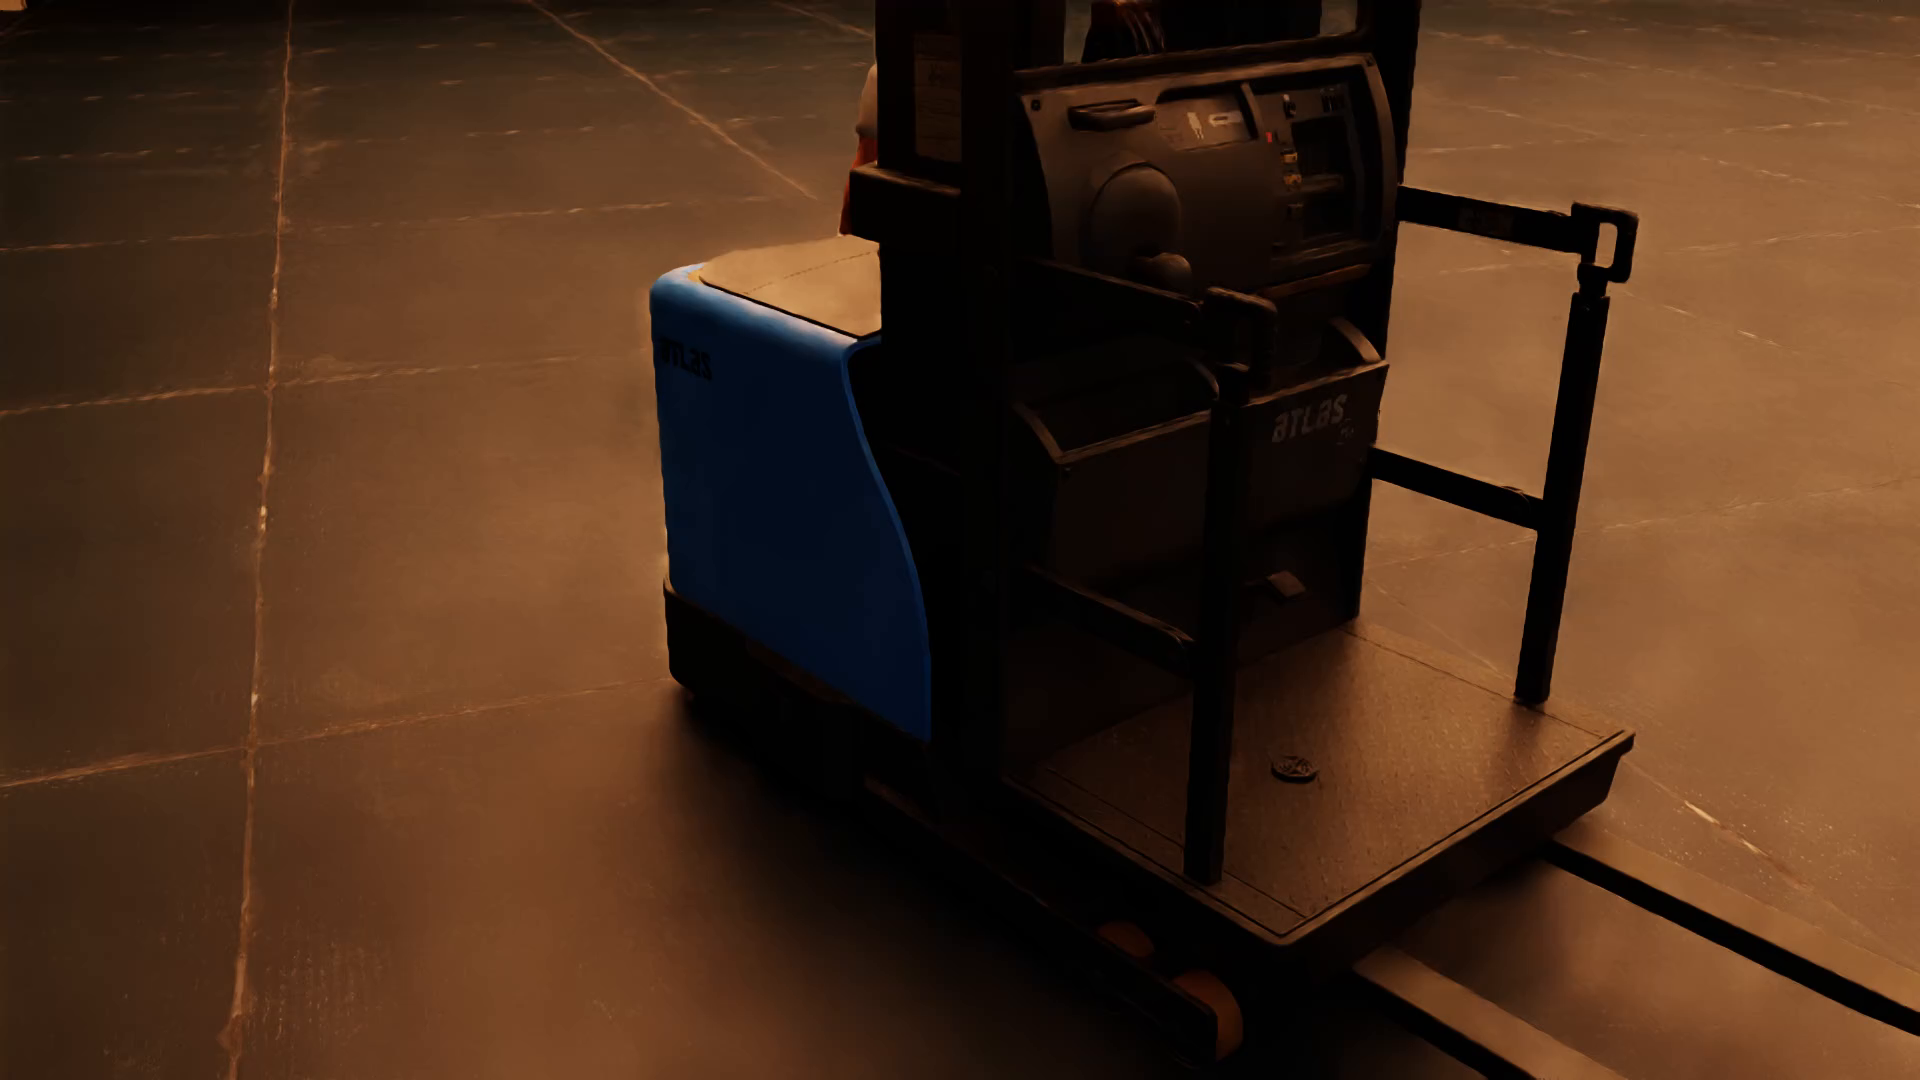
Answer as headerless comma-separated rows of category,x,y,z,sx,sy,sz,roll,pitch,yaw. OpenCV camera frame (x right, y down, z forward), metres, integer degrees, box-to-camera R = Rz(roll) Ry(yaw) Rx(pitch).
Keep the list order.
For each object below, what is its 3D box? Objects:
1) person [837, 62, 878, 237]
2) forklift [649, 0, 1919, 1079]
person,-0.048,-0.847,4.826,0.693,1.788,0.441,-10,25,-22
forklift,0.614,-0.653,2.852,1.130,2.935,3.031,-18,29,-36
